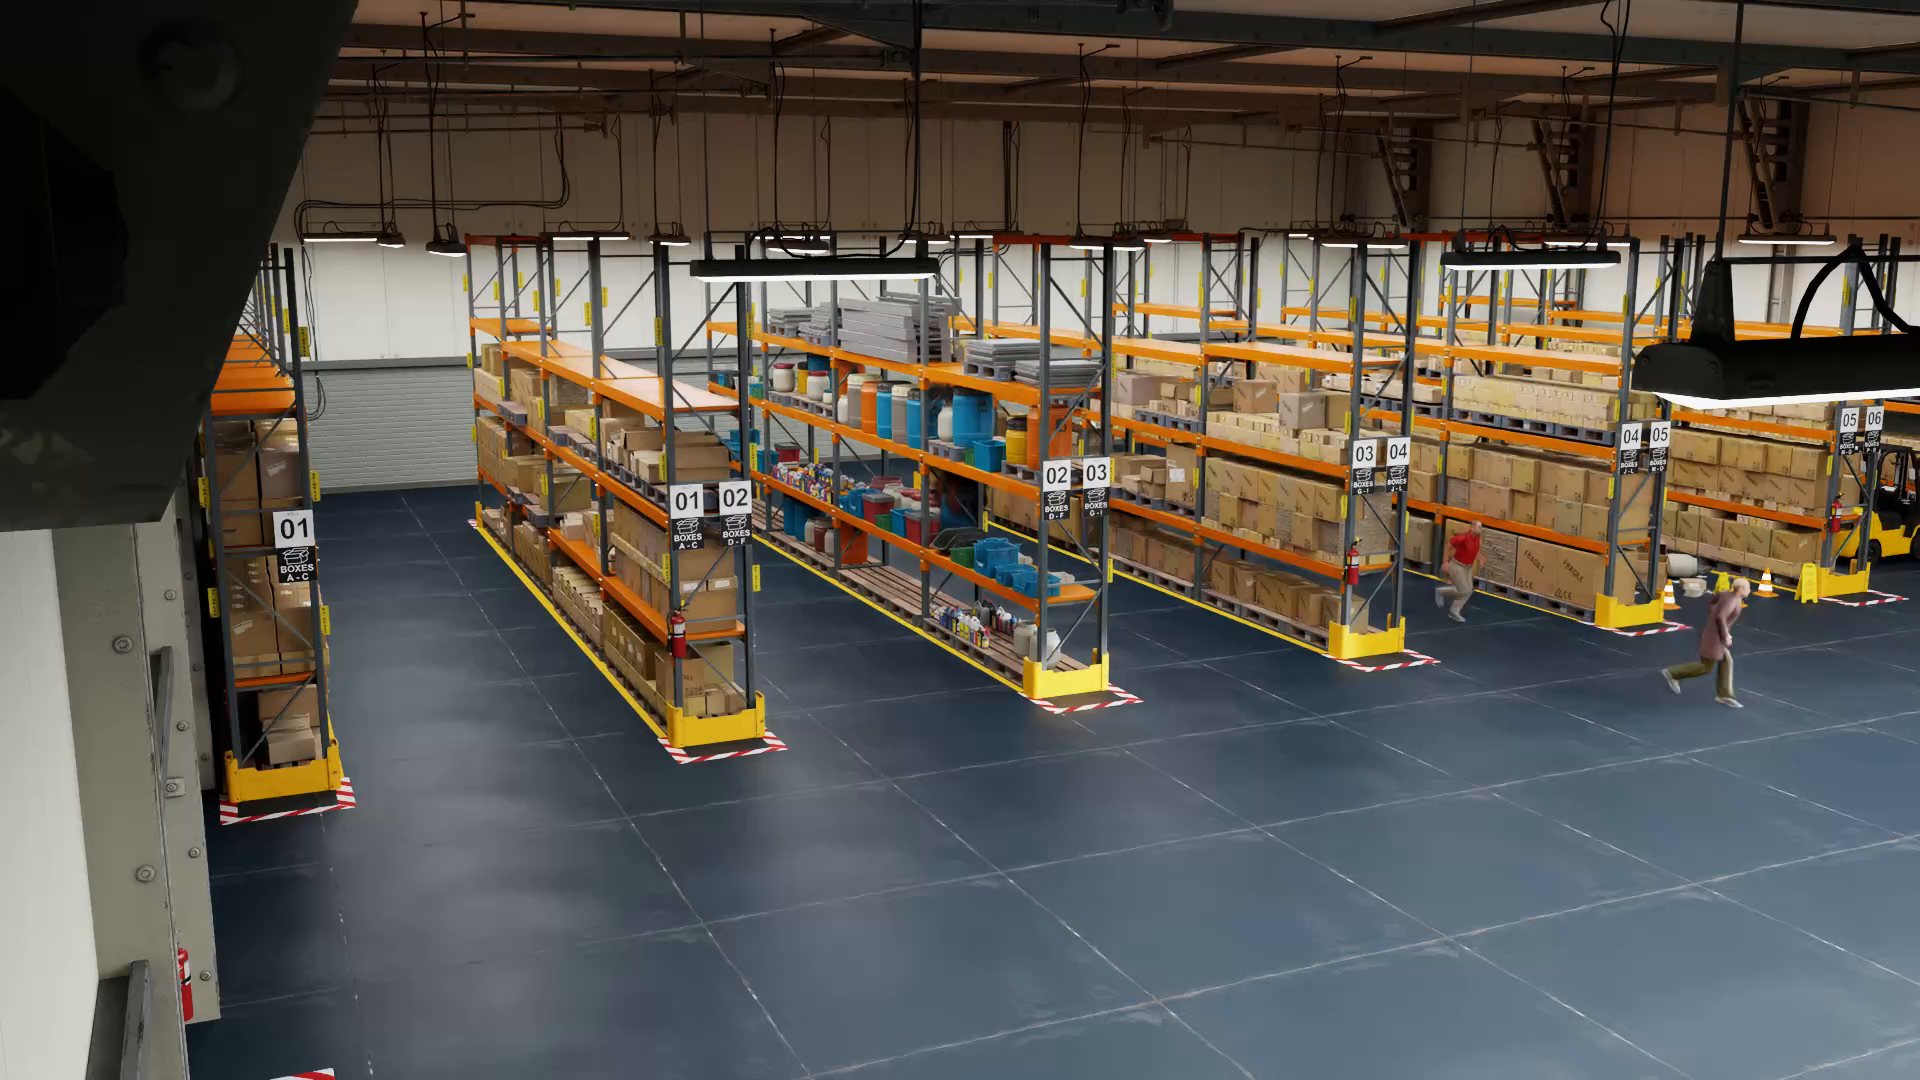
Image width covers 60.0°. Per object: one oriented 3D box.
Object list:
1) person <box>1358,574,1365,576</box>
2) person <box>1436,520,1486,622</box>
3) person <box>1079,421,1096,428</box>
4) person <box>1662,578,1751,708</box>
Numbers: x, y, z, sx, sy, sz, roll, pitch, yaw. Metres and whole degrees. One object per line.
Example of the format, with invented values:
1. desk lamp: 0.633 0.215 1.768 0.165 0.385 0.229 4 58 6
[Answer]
1. person: 7.219 -0.131 29.711 0.516 1.554 0.529 -6 13 -29
2. person: 7.974 0.470 26.477 0.763 1.661 0.655 11 15 44
3. person: 3.131 -2.370 41.128 0.664 1.707 0.700 9 14 38
4. person: 9.825 1.331 21.897 1.029 1.737 0.730 3 11 13
